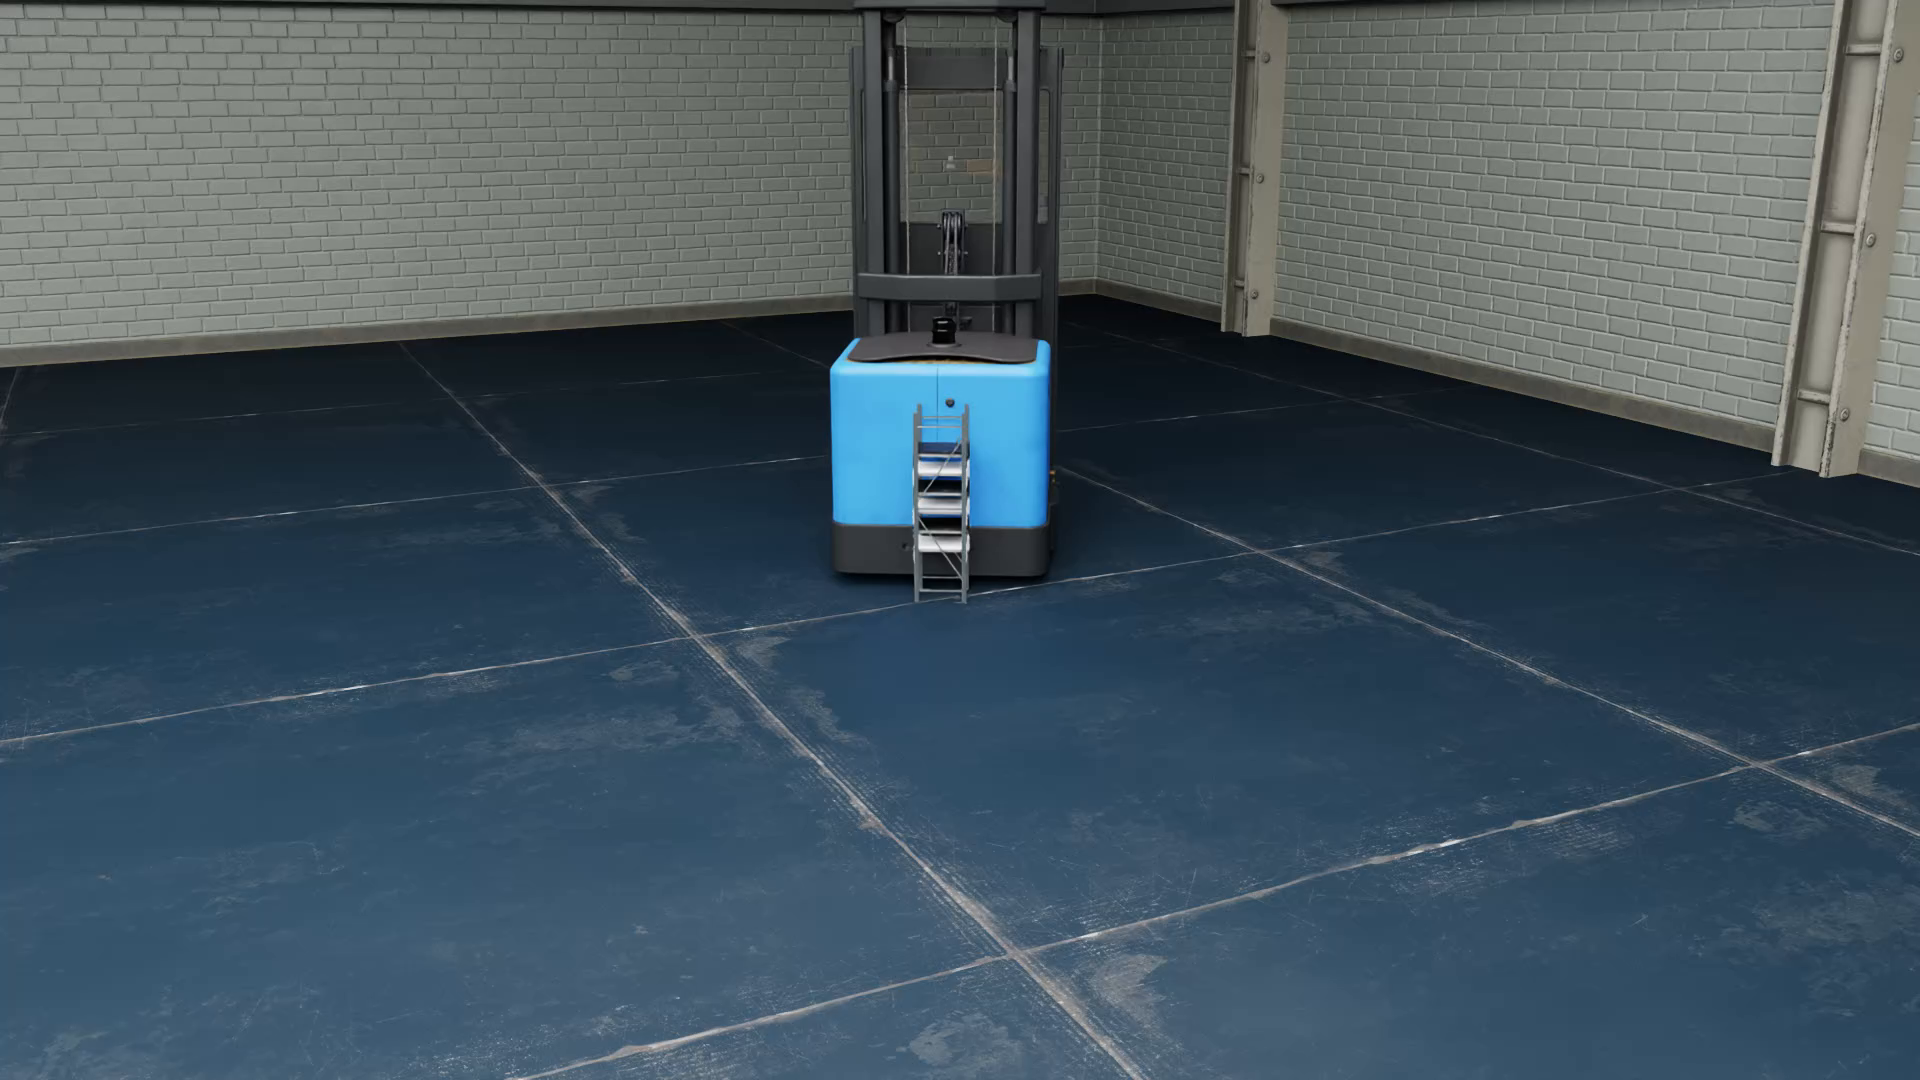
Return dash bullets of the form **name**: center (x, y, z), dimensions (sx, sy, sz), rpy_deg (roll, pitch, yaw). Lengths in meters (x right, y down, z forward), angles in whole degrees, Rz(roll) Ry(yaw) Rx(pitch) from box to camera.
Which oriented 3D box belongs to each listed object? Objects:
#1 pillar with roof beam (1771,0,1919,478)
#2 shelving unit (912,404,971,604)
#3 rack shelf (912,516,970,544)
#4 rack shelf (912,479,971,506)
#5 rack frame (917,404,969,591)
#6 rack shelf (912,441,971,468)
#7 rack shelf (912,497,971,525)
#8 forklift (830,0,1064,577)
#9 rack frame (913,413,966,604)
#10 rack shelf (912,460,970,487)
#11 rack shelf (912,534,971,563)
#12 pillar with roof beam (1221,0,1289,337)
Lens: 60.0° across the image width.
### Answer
- **pillar with roof beam**: center (1.423, -4.249, 7.243), dimensions (9.100, 9.000, 0.400), rpy_deg (-8, 18, -25)
- **shelving unit**: center (-0.085, -0.166, 7.699), dimensions (0.258, 0.900, 0.210), rpy_deg (1, 16, 4)
- **rack shelf**: center (-0.085, -0.048, 7.733), dimensions (0.258, 0.077, 0.200), rpy_deg (1, 16, 4)
- **rack shelf**: center (-0.085, -0.221, 7.684), dimensions (0.258, 0.077, 0.200), rpy_deg (1, 16, 4)
- **rack frame**: center (-0.078, -0.194, 7.797), dimensions (0.240, 0.900, 0.006), rpy_deg (1, 16, 4)
- **rack shelf**: center (-0.085, -0.394, 7.634), dimensions (0.258, 0.077, 0.200), rpy_deg (1, 16, 4)
- **rack shelf**: center (-0.085, -0.134, 7.709), dimensions (0.258, 0.077, 0.200), rpy_deg (1, 16, 4)
- **forklift**: center (-0.005, -1.590, 8.978), dimensions (1.130, 2.935, 3.031), rpy_deg (1, 16, 4)
- **rack frame**: center (-0.092, -0.138, 7.602), dimensions (0.240, 0.900, 0.006), rpy_deg (1, 16, 4)
- **rack shelf**: center (-0.085, -0.307, 7.659), dimensions (0.258, 0.077, 0.200), rpy_deg (1, 16, 4)
- **rack shelf**: center (-0.085, 0.039, 7.758), dimensions (0.258, 0.077, 0.200), rpy_deg (1, 16, 4)
- **pillar with roof beam**: center (-1.205, -5.737, 12.427), dimensions (9.100, 9.000, 0.400), rpy_deg (-8, 18, -25)
